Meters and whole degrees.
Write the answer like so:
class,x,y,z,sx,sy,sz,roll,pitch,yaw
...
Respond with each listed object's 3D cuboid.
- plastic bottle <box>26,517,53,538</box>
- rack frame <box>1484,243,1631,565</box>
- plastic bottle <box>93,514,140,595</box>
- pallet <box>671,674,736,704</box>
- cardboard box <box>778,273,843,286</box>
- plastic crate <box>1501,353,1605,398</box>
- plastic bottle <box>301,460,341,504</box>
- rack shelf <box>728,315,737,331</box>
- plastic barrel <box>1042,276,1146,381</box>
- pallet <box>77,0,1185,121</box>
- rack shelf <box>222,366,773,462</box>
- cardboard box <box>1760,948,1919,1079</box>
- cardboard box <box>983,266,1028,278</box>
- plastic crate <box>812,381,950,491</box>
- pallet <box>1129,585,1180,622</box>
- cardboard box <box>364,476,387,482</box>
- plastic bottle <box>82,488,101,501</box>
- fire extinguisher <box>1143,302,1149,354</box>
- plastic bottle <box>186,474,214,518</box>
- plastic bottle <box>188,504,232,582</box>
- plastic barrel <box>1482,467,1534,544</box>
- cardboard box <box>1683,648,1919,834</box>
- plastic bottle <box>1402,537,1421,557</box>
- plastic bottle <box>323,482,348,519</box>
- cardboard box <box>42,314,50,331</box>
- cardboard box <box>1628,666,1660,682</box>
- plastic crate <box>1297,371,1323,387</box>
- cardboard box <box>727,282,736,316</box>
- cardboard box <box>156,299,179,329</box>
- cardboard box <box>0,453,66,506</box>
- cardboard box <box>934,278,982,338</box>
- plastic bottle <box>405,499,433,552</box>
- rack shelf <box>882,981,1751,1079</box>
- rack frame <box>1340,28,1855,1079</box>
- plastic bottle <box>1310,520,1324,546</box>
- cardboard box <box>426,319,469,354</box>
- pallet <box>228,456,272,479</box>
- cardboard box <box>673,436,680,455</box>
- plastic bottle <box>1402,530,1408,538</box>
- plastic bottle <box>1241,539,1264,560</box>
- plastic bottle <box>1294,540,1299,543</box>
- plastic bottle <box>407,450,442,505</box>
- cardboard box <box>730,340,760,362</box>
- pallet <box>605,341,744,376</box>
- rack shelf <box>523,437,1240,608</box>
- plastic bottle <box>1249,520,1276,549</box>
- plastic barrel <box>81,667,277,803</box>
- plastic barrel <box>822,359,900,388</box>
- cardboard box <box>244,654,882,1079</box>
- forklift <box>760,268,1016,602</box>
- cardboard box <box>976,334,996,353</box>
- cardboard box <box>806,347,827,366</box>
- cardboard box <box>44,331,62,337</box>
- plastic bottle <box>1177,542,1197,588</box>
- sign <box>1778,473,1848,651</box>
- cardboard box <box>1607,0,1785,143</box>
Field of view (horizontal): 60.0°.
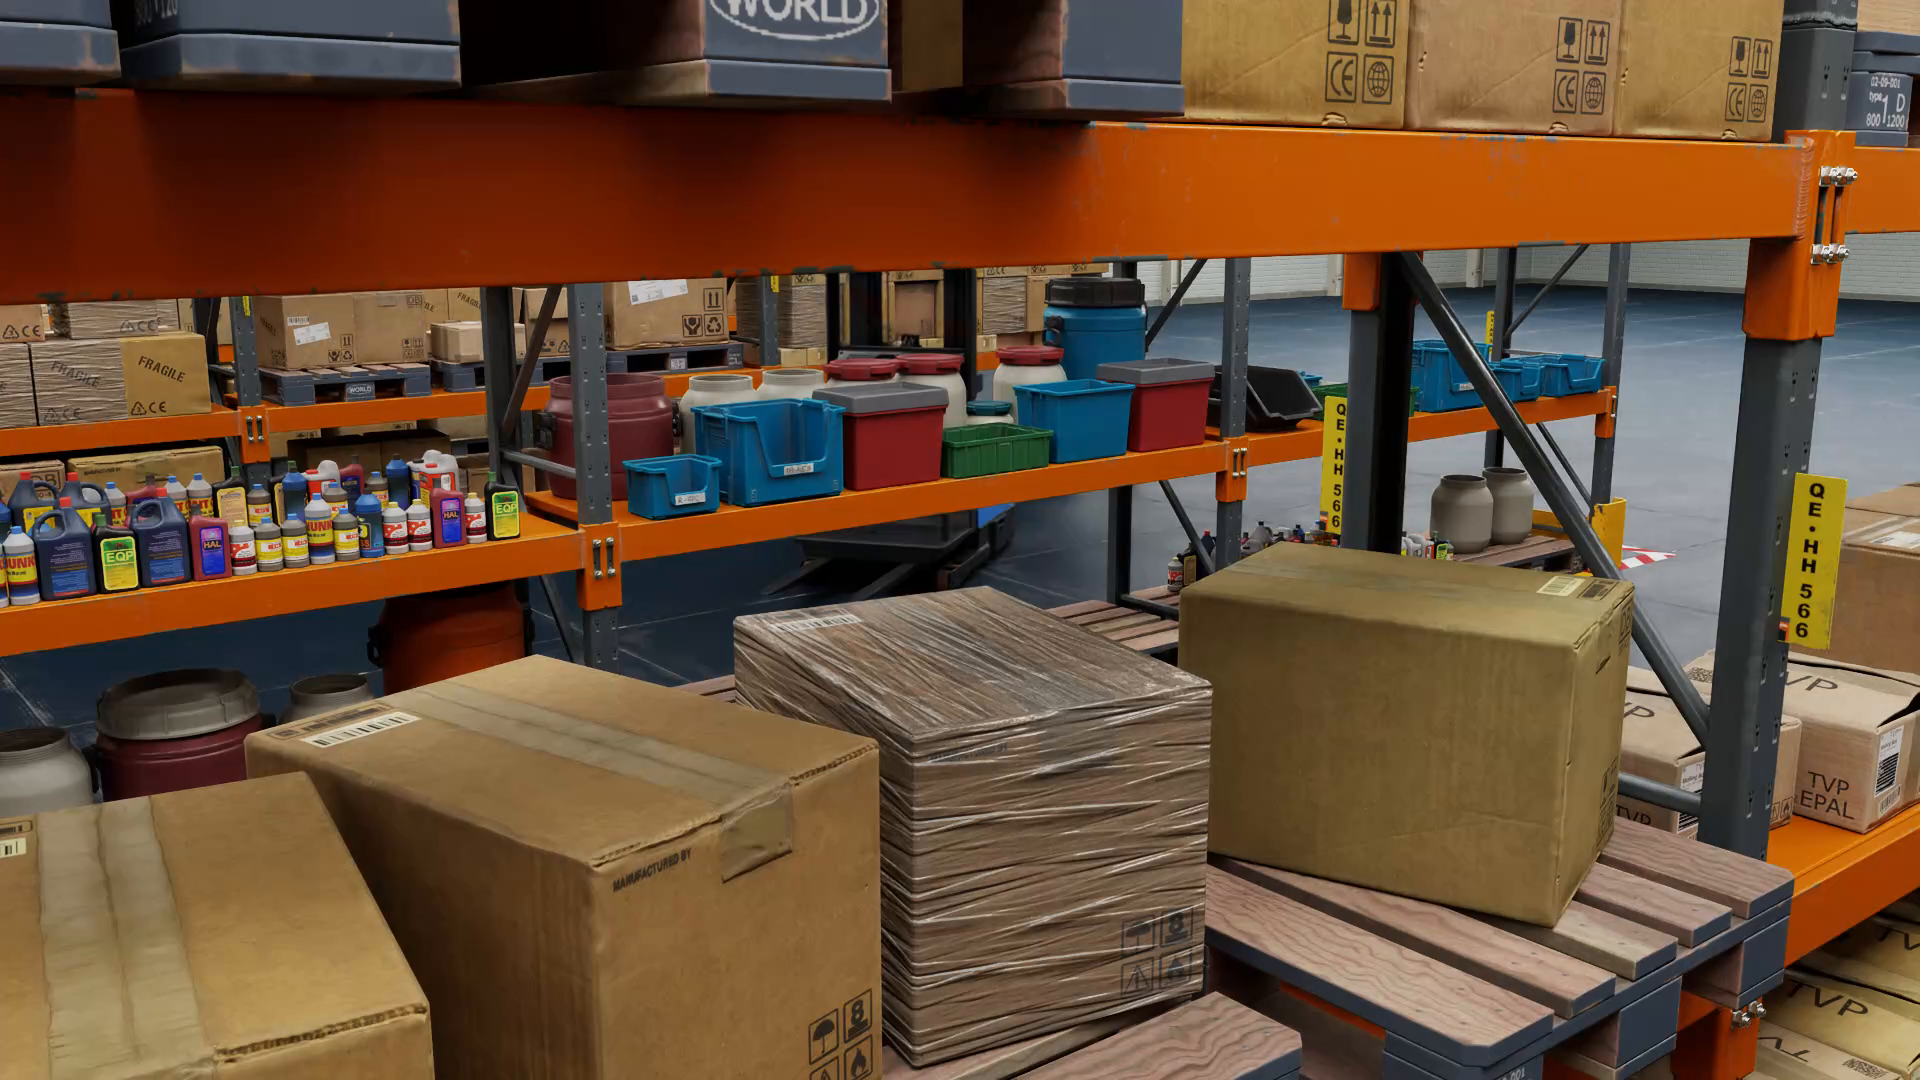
class,x,y,z,sx,sy,sz,roll,pitch,yaw
plastic bottle,-3.293,0.052,5.974,0.097,0.271,0.097,0,12,0
rack frame,4.404,-1.361,12.315,0.127,3.000,1.000,-9,15,-38
plastic bottle,-3.033,0.046,5.973,0.133,0.283,0.061,-9,15,-38
pallet,-1.213,0.947,8.160,1.213,0.211,1.003,-9,15,-38
cardboard box,-1.303,-2.346,13.590,0.500,0.500,0.500,-9,15,-38
plastic crate,4.200,-1.174,11.796,0.616,0.251,0.499,-9,15,-38
plastic bottle,-2.744,-0.198,7.139,0.135,0.276,0.152,-9,15,-38
rack shelf,-3.271,-2.370,18.801,4.000,0.370,1.077,-9,15,-38
plastic barrel,0.790,-1.086,9.814,0.708,0.901,0.600,-9,15,-38
pallet,-0.513,-0.583,1.885,1.003,0.211,1.213,-9,15,-38
rack shelf,-3.375,-1.034,12.507,4.000,0.370,1.077,-9,15,-38
cardboard box,2.246,1.257,4.248,0.500,0.311,0.500,-10,16,-39
cardboard box,0.256,-2.606,14.815,0.500,0.500,0.500,-9,15,-38
plastic crate,-0.390,-0.514,8.174,0.583,0.464,0.402,-9,15,-38
pallet,1.831,0.442,10.539,1.213,0.211,1.003,-9,15,-38
cardboard box,-4.426,-0.209,11.848,0.500,0.500,0.700,-10,16,-41
plastic bottle,-3.465,-0.078,6.574,0.135,0.276,0.152,-9,15,-38
fire extinguisher,1.687,-2.066,15.824,0.183,0.674,0.296,-9,15,-38
plastic bottle,-3.136,-0.138,6.867,0.097,0.271,0.097,0,12,0
plastic bottle,-2.784,0.004,6.167,0.133,0.283,0.061,-9,15,-38
plastic barrel,3.938,-0.251,12.069,0.421,0.512,0.421,0,12,0
cardboard box,2.068,0.440,4.049,0.500,0.311,0.500,-10,15,-38
plastic bottle,2.922,0.112,10.877,0.135,0.276,0.152,-10,16,-39
plastic bottle,-2.651,-0.144,7.063,0.097,0.201,0.097,0,12,0
cardboard box,-8.054,-1.888,14.390,0.250,0.149,0.380,-9,15,-37
cardboard box,1.779,0.443,4.428,0.250,0.149,0.380,-9,15,-38
plastic crate,1.975,-0.957,10.770,0.616,0.251,0.499,-9,15,-38
cardboard box,-2.902,-2.872,19.073,0.550,0.550,0.875,-9,15,-38
cardboard box,-7.437,-2.007,15.118,0.500,0.500,0.500,-9,15,-37
cardboard box,-6.189,-0.091,10.442,0.875,0.875,1.225,-9,15,-37
cardboard box,-0.267,-2.086,14.776,0.500,0.500,0.875,-9,15,-38
plastic bottle,-2.174,-0.062,6.677,0.097,0.201,0.097,0,12,0
rack shelf,-0.313,1.093,2.493,4.000,0.370,1.077,-9,15,-38
rack frame,1.249,0.481,3.641,0.127,3.000,1.000,-9,15,-38
plastic bottle,2.448,0.001,11.412,0.097,0.271,0.097,0,12,0
cardboard box,-3.803,-1.526,12.405,0.258,0.266,0.396,-10,16,-39
pallet,-7.294,-0.670,15.774,1.213,0.211,1.003,-9,15,-38
cardboard box,-2.306,-0.561,13.509,0.500,0.500,0.700,-11,16,-42
plastic bottle,2.963,0.073,11.042,0.133,0.283,0.061,-9,15,-38
plastic bottle,1.866,0.141,10.741,0.135,0.276,0.152,-9,15,-38
plastic bottle,2.080,0.178,10.387,0.185,0.351,0.144,-9,15,-38
plastic bottle,-2.382,-0.258,7.422,0.135,0.276,0.152,-9,15,-38
cardboard box,-1.829,-1.598,14.036,0.250,0.149,0.380,-9,15,-38
pallet,-2.501,-1.476,13.318,1.213,0.211,1.003,-9,15,-38
rack shelf,-0.281,-0.230,8.723,4.000,0.370,1.077,-9,15,-38
plastic bottle,2.006,0.042,11.029,0.185,0.351,0.144,-10,15,-38
plastic barrel,-3.096,0.864,6.631,0.708,0.588,0.600,-9,15,-38
plastic barrel,-0.514,-0.668,8.727,0.433,0.535,0.433,0,12,0
cardboard box,-0.533,0.507,2.269,0.700,0.500,0.500,9,15,36
forklift,-0.492,-1.158,11.527,1.130,2.935,3.031,4,13,17
cardboard box,0.111,-1.759,14.796,0.250,0.149,0.380,-9,15,-38
cardboard box,-1.254,-1.532,13.725,0.250,0.149,0.380,-9,15,-38
cardboard box,-5.887,-1.089,10.793,0.500,0.500,0.500,-10,16,-39
plastic bottle,1.450,0.156,10.653,0.133,0.283,0.061,-9,15,-35
sign,1.595,0.040,3.120,0.005,0.325,0.100,-9,15,-38
cardboard box,0.929,-0.973,3.026,0.500,0.500,0.910,-9,15,-38
